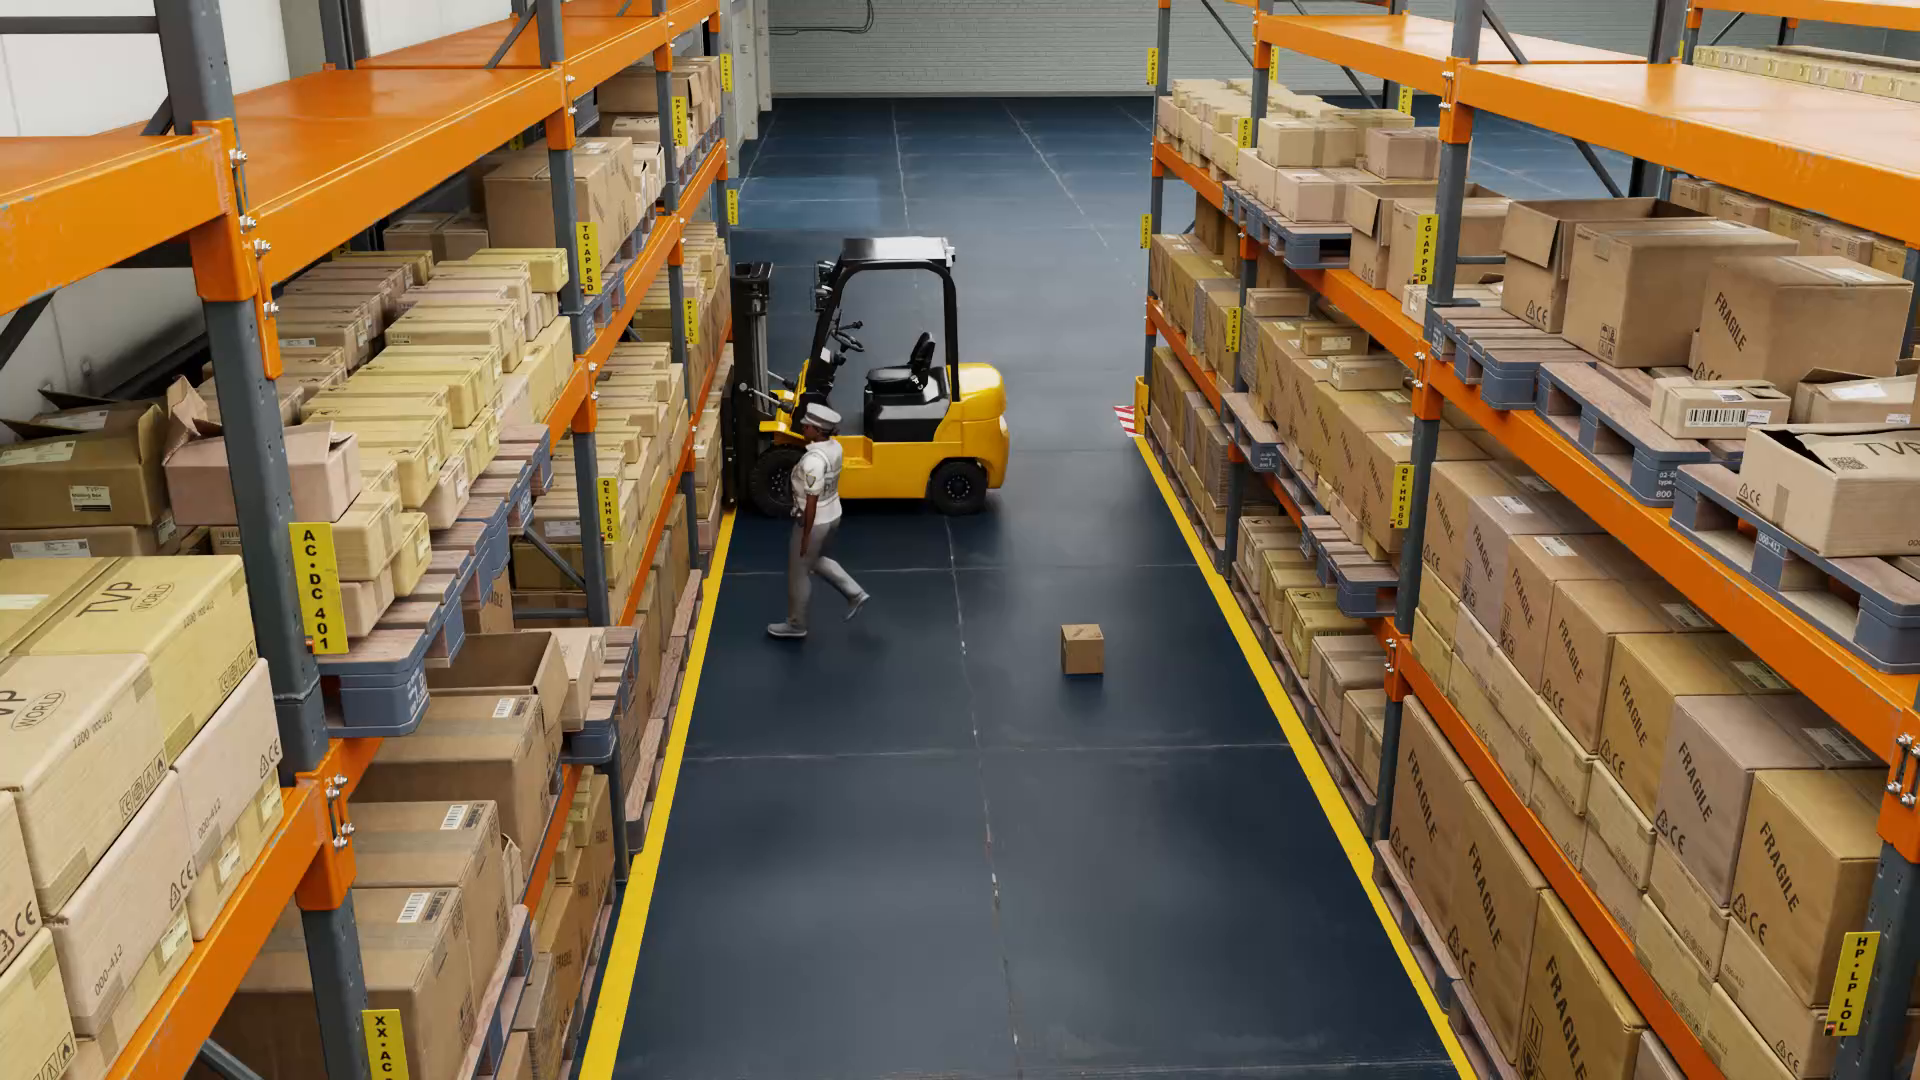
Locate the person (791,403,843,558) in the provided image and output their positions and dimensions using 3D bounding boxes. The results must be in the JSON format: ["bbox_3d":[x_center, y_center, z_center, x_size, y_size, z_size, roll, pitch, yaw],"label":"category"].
[{"bbox_3d":[-0.947,-0.427,11.227,0.335,1.035,0.484,7,22,19],"label":"person"}]
